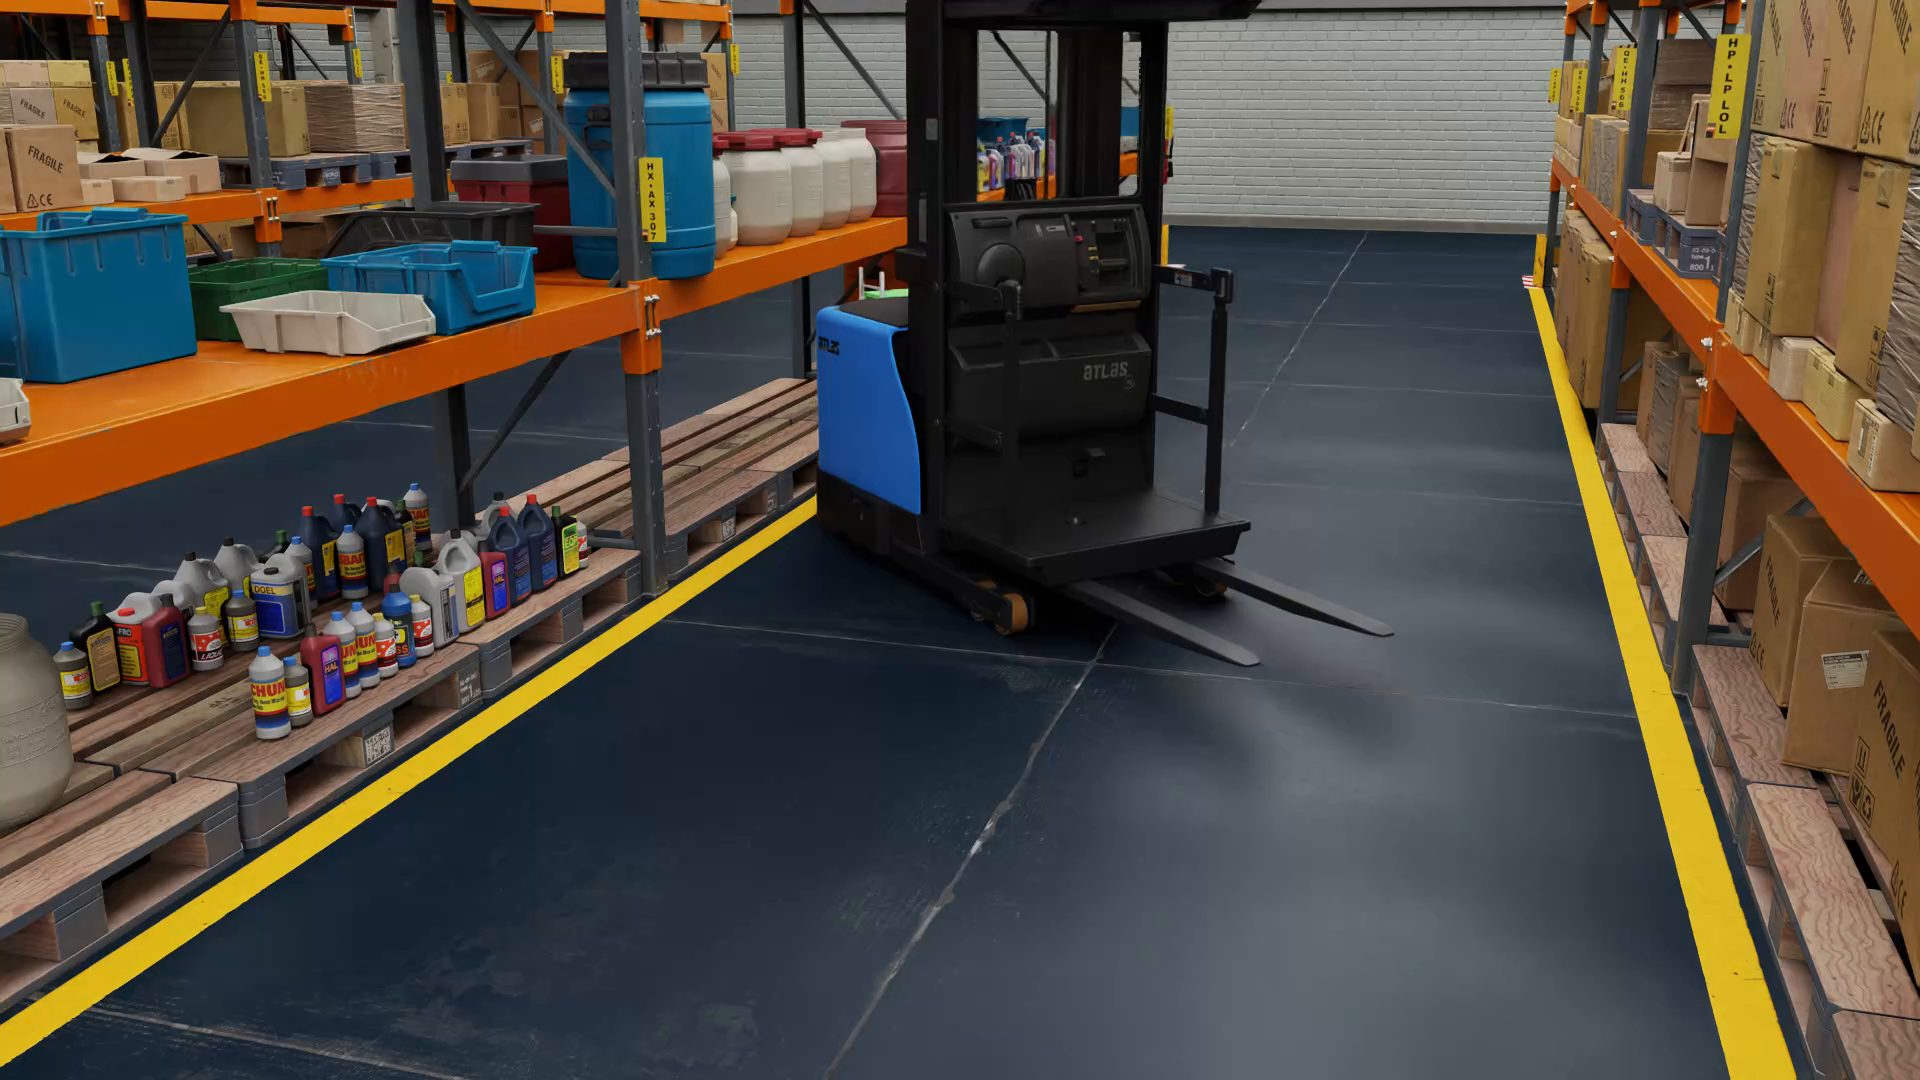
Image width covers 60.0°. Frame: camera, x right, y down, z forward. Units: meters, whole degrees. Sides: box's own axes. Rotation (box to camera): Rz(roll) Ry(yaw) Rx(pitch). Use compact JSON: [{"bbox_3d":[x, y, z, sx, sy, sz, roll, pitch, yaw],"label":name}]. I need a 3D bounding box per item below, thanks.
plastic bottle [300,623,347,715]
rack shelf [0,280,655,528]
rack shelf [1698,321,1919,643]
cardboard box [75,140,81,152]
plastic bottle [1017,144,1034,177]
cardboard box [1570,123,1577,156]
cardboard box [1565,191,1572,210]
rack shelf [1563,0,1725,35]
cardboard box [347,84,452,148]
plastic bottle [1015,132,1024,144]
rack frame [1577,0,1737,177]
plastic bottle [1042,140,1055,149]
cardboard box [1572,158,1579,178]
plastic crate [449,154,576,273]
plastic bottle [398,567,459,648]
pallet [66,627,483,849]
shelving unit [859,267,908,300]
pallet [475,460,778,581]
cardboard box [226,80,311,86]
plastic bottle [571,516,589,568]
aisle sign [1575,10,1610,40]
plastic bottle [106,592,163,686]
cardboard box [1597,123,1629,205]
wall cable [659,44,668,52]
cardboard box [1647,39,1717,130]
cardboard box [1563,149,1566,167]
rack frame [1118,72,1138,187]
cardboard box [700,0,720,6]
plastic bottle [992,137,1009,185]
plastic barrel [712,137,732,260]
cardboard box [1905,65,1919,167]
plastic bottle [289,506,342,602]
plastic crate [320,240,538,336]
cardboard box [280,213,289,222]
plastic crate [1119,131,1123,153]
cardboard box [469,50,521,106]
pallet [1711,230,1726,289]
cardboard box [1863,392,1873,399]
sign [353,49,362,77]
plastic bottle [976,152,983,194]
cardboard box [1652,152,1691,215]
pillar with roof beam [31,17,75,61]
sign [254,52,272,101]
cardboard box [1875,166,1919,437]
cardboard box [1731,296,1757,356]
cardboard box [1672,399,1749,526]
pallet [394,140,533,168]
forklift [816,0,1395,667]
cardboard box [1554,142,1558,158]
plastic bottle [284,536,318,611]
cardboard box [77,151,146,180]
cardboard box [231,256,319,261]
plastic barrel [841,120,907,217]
[{"bbox_3d":[-1.974,0.385,5.148,0.061,0.283,0.133,5,17,17],"label":"plastic bottle"},{"bbox_3d":[-2.302,-0.380,4.990,1.077,0.370,4.000,5,16,16],"label":"rack shelf"},{"bbox_3d":[2.447,0.004,3.636,1.077,0.370,4.000,5,16,16],"label":"rack shelf"},{"bbox_3d":[-8.832,-3.821,16.227,0.380,0.149,0.250,5,17,17],"label":"cardboard box"},{"bbox_3d":[0.491,-2.927,12.878,0.152,0.276,0.135,5,16,16],"label":"plastic bottle"},{"bbox_3d":[5.308,-3.300,13.698,0.500,0.250,0.500,5,17,18],"label":"cardboard box"},{"bbox_3d":[6.321,-3.011,16.071,0.875,0.875,0.875,5,16,16],"label":"cardboard box"},{"bbox_3d":[5.857,-4.578,14.295,1.077,0.370,4.000,5,16,16],"label":"rack shelf"},{"bbox_3d":[-4.651,-3.510,13.756,0.700,0.500,0.500,1,16,2],"label":"cardboard box"},{"bbox_3d":[0.455,-3.064,13.224,0.144,0.351,0.185,5,16,16],"label":"plastic bottle"},{"bbox_3d":[5.289,-2.958,12.761,1.000,3.000,0.127,5,16,16],"label":"rack frame"},{"bbox_3d":[0.738,-3.154,13.680,0.152,0.276,0.135,5,16,16],"label":"plastic bottle"},{"bbox_3d":[5.062,-2.942,13.166,0.380,0.149,0.250,5,17,16],"label":"cardboard box"},{"bbox_3d":[-1.889,-1.430,7.258,0.402,0.464,0.583,5,16,16],"label":"plastic crate"},{"bbox_3d":[-1.836,0.217,5.751,0.152,0.276,0.135,5,17,17],"label":"plastic bottle"},{"bbox_3d":[-2.309,0.585,5.380,1.003,0.211,1.213,5,16,16],"label":"pallet"},{"bbox_3d":[-0.215,-0.762,8.313,0.503,1.200,0.258,-9,18,-29],"label":"shelving unit"},{"bbox_3d":[-1.547,-0.116,7.852,1.003,0.211,1.213,5,16,16],"label":"pallet"},{"bbox_3d":[-8.153,-4.976,19.325,0.980,0.700,0.700,4,16,15],"label":"cardboard box"},{"bbox_3d":[-1.538,0.005,6.638,0.097,0.201,0.097,0,16,0],"label":"plastic bottle"},{"bbox_3d":[6.159,-5.297,16.244,0.394,0.787,0.004,5,16,16],"label":"aisle sign"},{"bbox_3d":[-2.670,0.318,5.397,0.152,0.276,0.135,5,17,16],"label":"plastic bottle"},{"bbox_3d":[4.347,-2.374,10.519,0.500,0.500,0.500,4,16,14],"label":"cardboard box"},{"bbox_3d":[-5.872,-8.001,25.238,3.097,2.526,0.112,5,16,16],"label":"wall cable"},{"bbox_3d":[4.376,-2.632,9.591,0.797,0.503,0.637,5,17,18],"label":"cardboard box"},{"bbox_3d":[5.500,-3.345,14.586,0.380,0.149,0.250,5,17,17],"label":"cardboard box"},{"bbox_3d":[1.677,-4.389,17.805,1.000,3.000,0.127,5,16,16],"label":"rack frame"},{"bbox_3d":[-2.964,-5.990,18.228,0.500,0.250,0.500,5,16,16],"label":"cardboard box"},{"bbox_3d":[0.280,-2.764,12.169,0.144,0.351,0.185,5,16,16],"label":"plastic bottle"},{"bbox_3d":[-1.251,-1.548,7.540,0.433,0.535,0.433,0,16,0],"label":"plastic barrel"},{"bbox_3d":[2.079,-0.916,3.000,0.500,0.500,0.500,5,16,16],"label":"cardboard box"},{"bbox_3d":[-2.414,0.042,6.233,0.144,0.351,0.185,4,16,14],"label":"plastic bottle"},{"bbox_3d":[-1.787,-0.867,5.662,0.499,0.251,0.616,5,16,16],"label":"plastic crate"},{"bbox_3d":[-8.209,-3.703,19.199,0.700,0.500,0.500,4,16,14],"label":"cardboard box"},{"bbox_3d":[1.339,-3.780,15.855,0.416,0.233,0.300,5,16,16],"label":"plastic crate"},{"bbox_3d":[-4.312,-4.409,15.860,0.500,0.500,0.500,5,17,16],"label":"cardboard box"},{"bbox_3d":[3.372,-0.961,6.074,1.003,0.211,1.213,5,16,16],"label":"pallet"},{"bbox_3d":[2.225,-0.249,3.670,0.380,0.149,0.250,5,16,16],"label":"cardboard box"},{"bbox_3d":[-7.305,-5.782,20.162,0.100,0.325,0.005,5,16,16],"label":"sign"},{"bbox_3d":[0.115,-2.541,11.503,0.061,0.283,0.133,5,16,16],"label":"plastic bottle"},{"bbox_3d":[3.455,-1.621,7.552,0.500,0.250,0.500,4,16,14],"label":"cardboard box"},{"bbox_3d":[-5.461,-6.913,15.711,9.100,9.000,0.400,5,16,16],"label":"pillar with roof beam"},{"bbox_3d":[-4.811,-3.196,11.477,0.100,0.325,0.005,5,16,16],"label":"sign"},{"bbox_3d":[2.272,-0.419,3.082,0.875,0.500,0.500,5,16,16],"label":"cardboard box"},{"bbox_3d":[2.583,-0.647,5.073,0.380,0.149,0.250,5,16,16],"label":"cardboard box"},{"bbox_3d":[3.523,-0.303,7.175,0.700,0.500,0.500,3,16,11],"label":"cardboard box"},{"bbox_3d":[-4.540,-3.434,14.792,1.003,0.211,1.213,5,16,16],"label":"pallet"},{"bbox_3d":[0.488,-1.180,6.617,1.130,2.935,3.031,-9,18,-29],"label":"forklift"},{"bbox_3d":[5.937,-3.749,16.011,0.380,0.149,0.250,4,16,15],"label":"cardboard box"},{"bbox_3d":[-2.420,0.122,6.097,0.097,0.271,0.097,0,16,0],"label":"plastic bottle"},{"bbox_3d":[-5.784,-2.419,11.024,0.500,0.311,0.500,4,16,15],"label":"cardboard box"},{"bbox_3d":[-5.304,-1.953,12.991,0.500,0.500,0.500,5,17,18],"label":"cardboard box"},{"bbox_3d":[-0.438,-2.216,9.896,0.600,0.536,0.708,5,16,16],"label":"plastic barrel"}]
